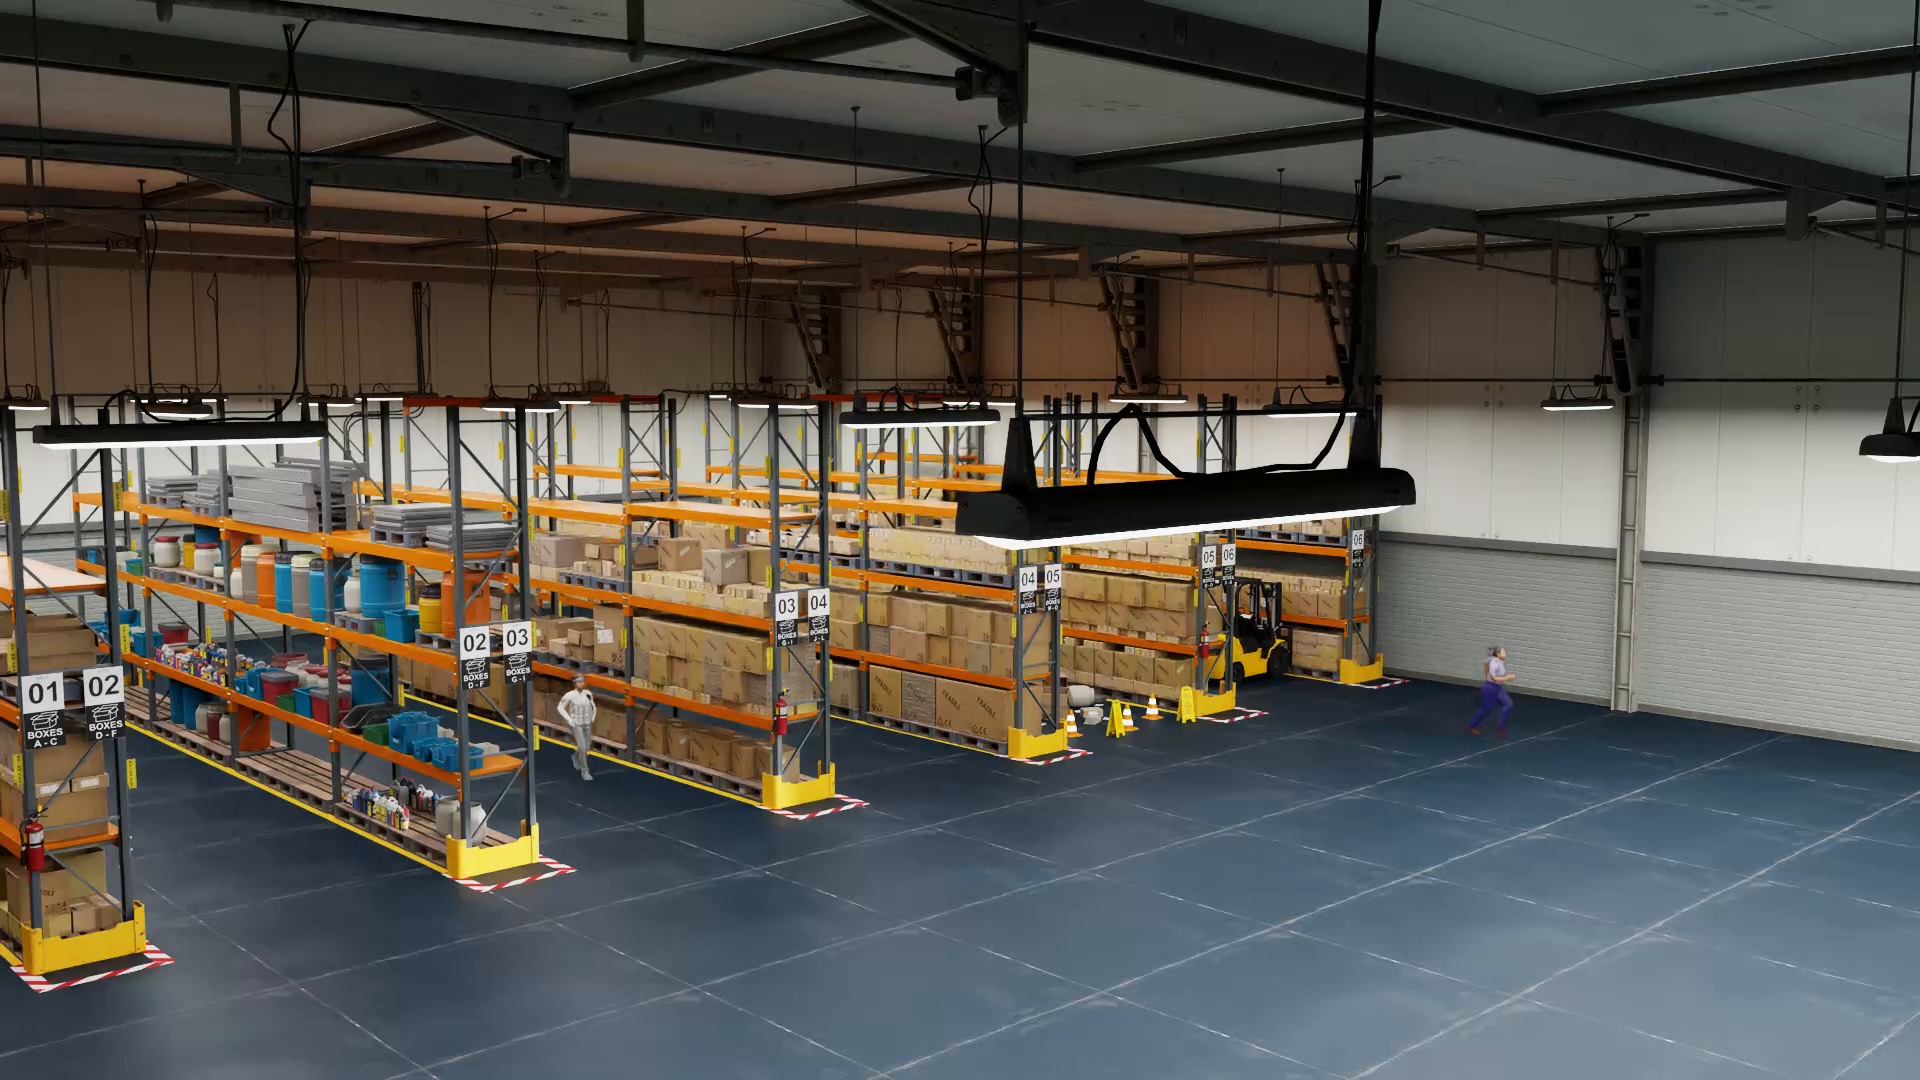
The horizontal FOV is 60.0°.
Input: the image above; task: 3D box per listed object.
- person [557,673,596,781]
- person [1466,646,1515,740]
[{"bbox_3d":[-6.070,2.942,26.456,0.624,1.692,0.728,-5,7,-41],"label":"person"},{"bbox_3d":[9.371,2.690,29.348,0.819,1.676,0.627,3,6,29],"label":"person"}]
